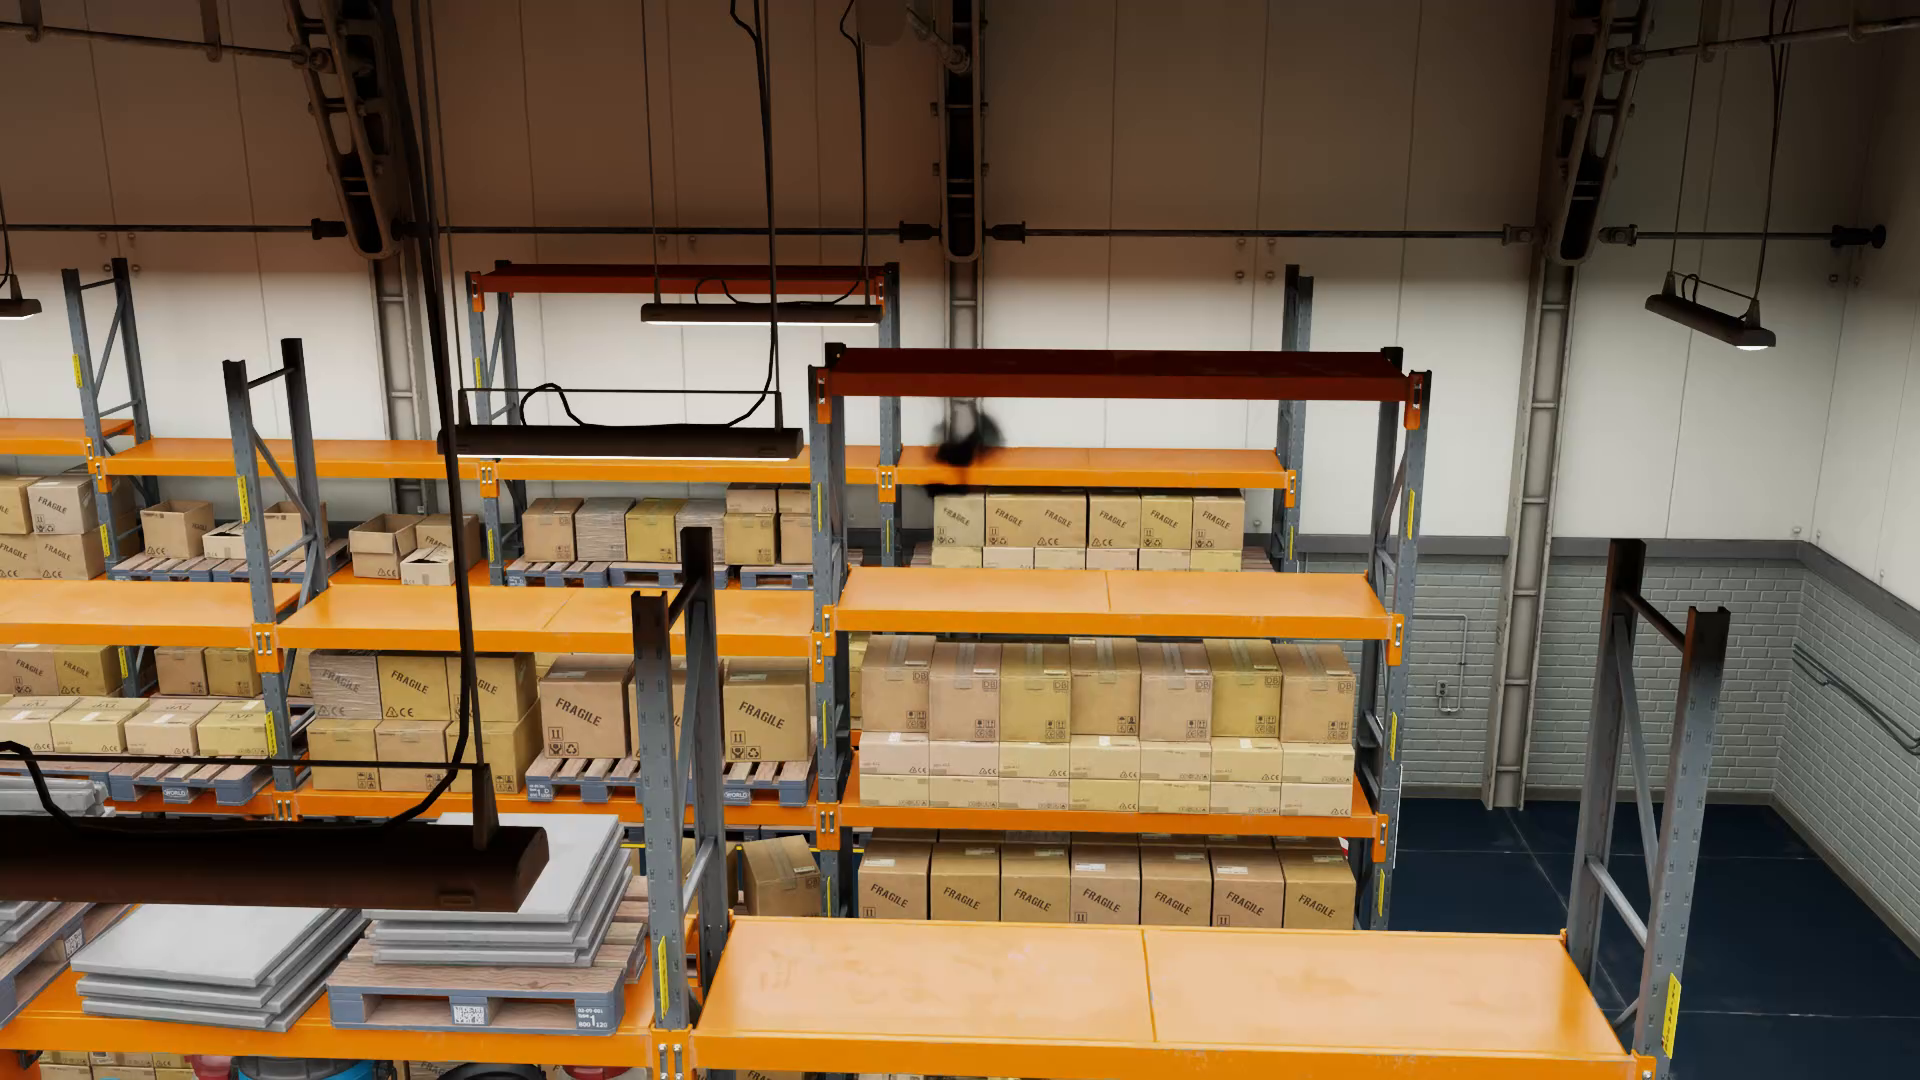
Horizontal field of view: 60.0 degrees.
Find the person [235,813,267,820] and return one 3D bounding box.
[{"bbox_3d":[-6.406,3.051,15.193,0.677,1.628,0.563,-2,16,-6],"label":"person"}]
